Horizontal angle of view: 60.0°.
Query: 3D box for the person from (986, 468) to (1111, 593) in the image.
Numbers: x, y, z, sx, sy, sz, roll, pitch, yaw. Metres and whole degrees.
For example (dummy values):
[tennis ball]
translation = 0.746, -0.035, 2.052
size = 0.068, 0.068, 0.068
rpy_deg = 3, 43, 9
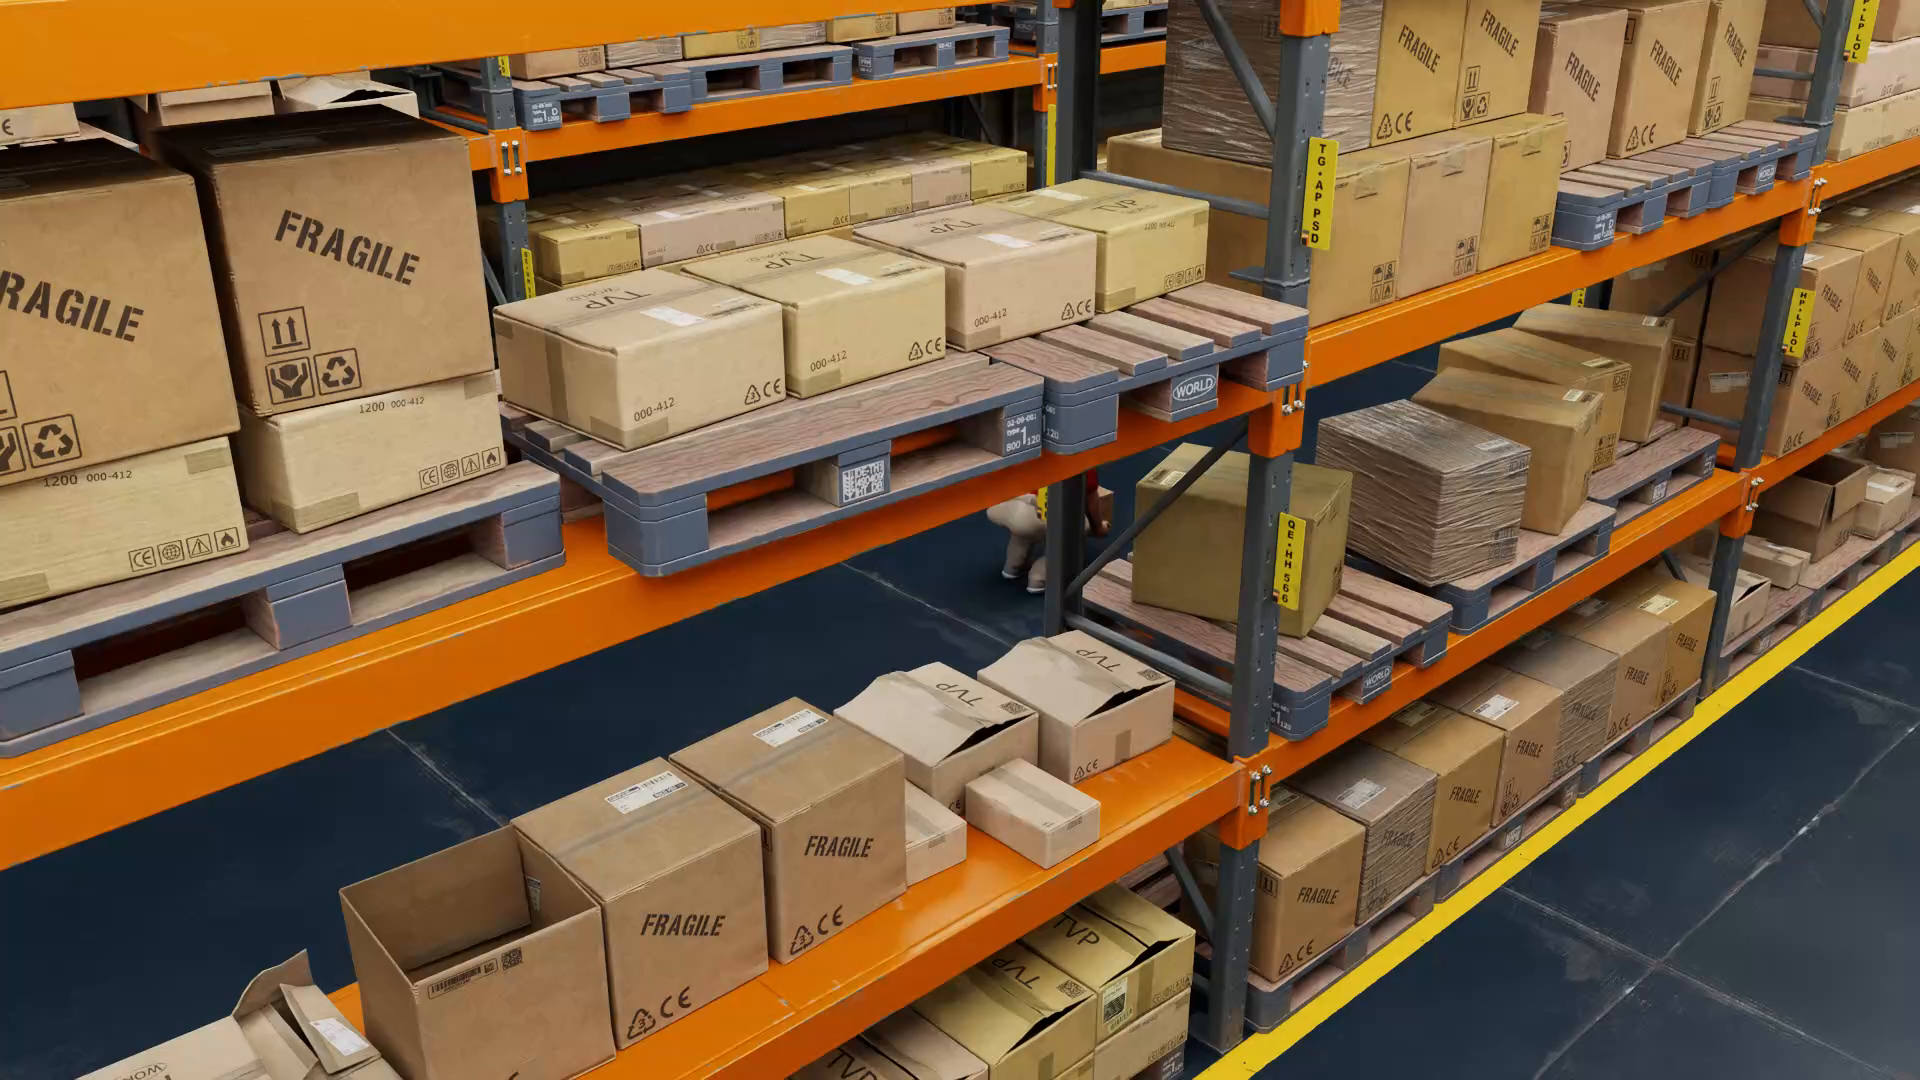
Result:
[person]
translation = 0.561, -0.252, 10.102
size = 0.802, 0.991, 0.533
rpy_deg = -22, 32, -40
